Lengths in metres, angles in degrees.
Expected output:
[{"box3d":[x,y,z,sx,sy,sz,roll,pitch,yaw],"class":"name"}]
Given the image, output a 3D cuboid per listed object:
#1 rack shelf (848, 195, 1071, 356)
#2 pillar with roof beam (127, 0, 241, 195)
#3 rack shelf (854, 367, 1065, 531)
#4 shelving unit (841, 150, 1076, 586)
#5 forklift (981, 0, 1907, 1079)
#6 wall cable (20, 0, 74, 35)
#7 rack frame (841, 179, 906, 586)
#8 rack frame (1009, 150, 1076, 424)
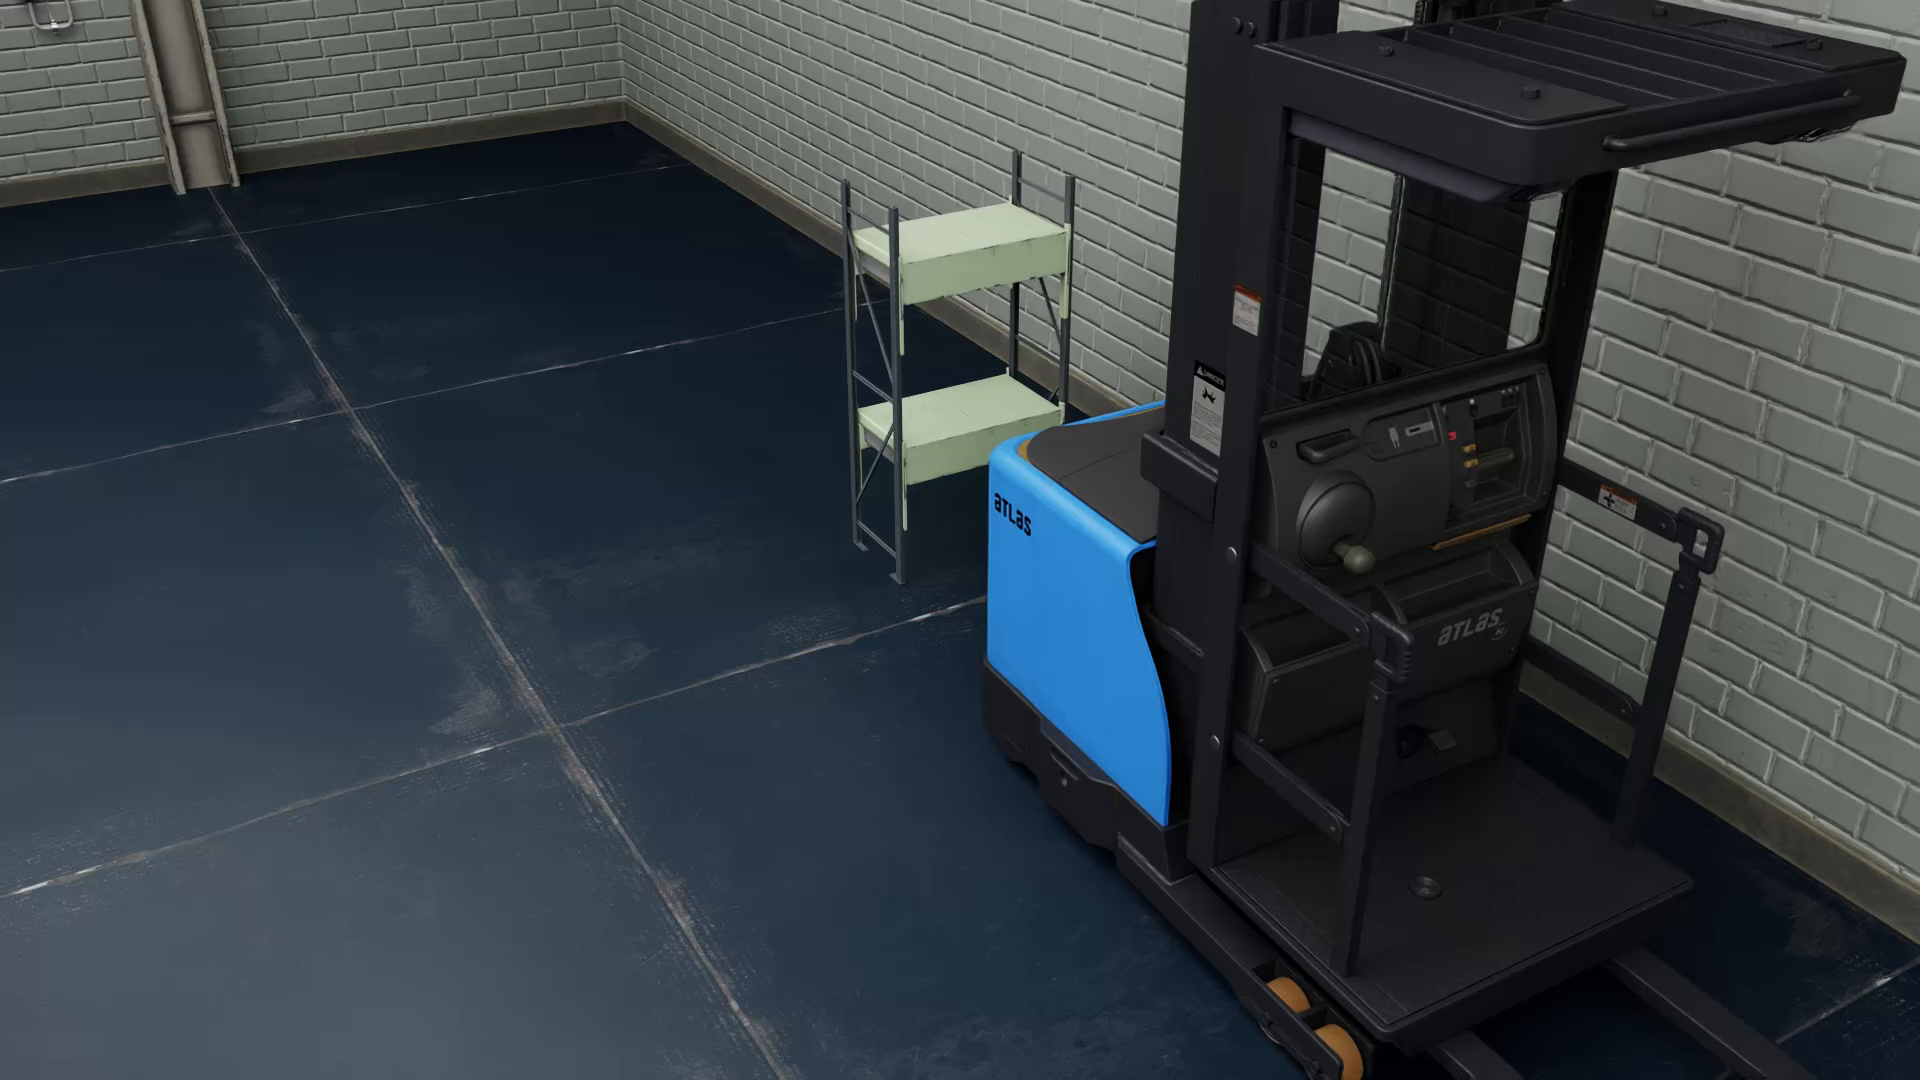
[{"box3d":[-0.006,-0.997,6.196,0.720,0.370,0.431,-16,33,-26],"class":"rack shelf"},{"box3d":[-2.821,-4.506,5.602,0.400,9.000,9.100,-16,33,-26],"class":"pillar with roof beam"},{"box3d":[-0.006,-0.370,6.542,0.720,0.370,0.431,-16,33,-26],"class":"rack shelf"},{"box3d":[-0.006,-0.655,6.385,0.755,1.500,0.431,-16,33,-26],"class":"shelving unit"},{"box3d":[1.237,-0.139,3.968,1.130,2.935,3.031,-15,32,-26],"class":"forklift"},{"box3d":[-6.267,-3.804,9.487,1.851,1.984,0.084,-16,33,-26],"class":"wall cable"},{"box3d":[-0.321,-0.565,6.222,0.023,1.500,0.400,-16,33,-26],"class":"rack frame"},{"box3d":[0.310,-0.745,6.547,0.023,1.500,0.400,-16,33,-26],"class":"rack frame"}]
